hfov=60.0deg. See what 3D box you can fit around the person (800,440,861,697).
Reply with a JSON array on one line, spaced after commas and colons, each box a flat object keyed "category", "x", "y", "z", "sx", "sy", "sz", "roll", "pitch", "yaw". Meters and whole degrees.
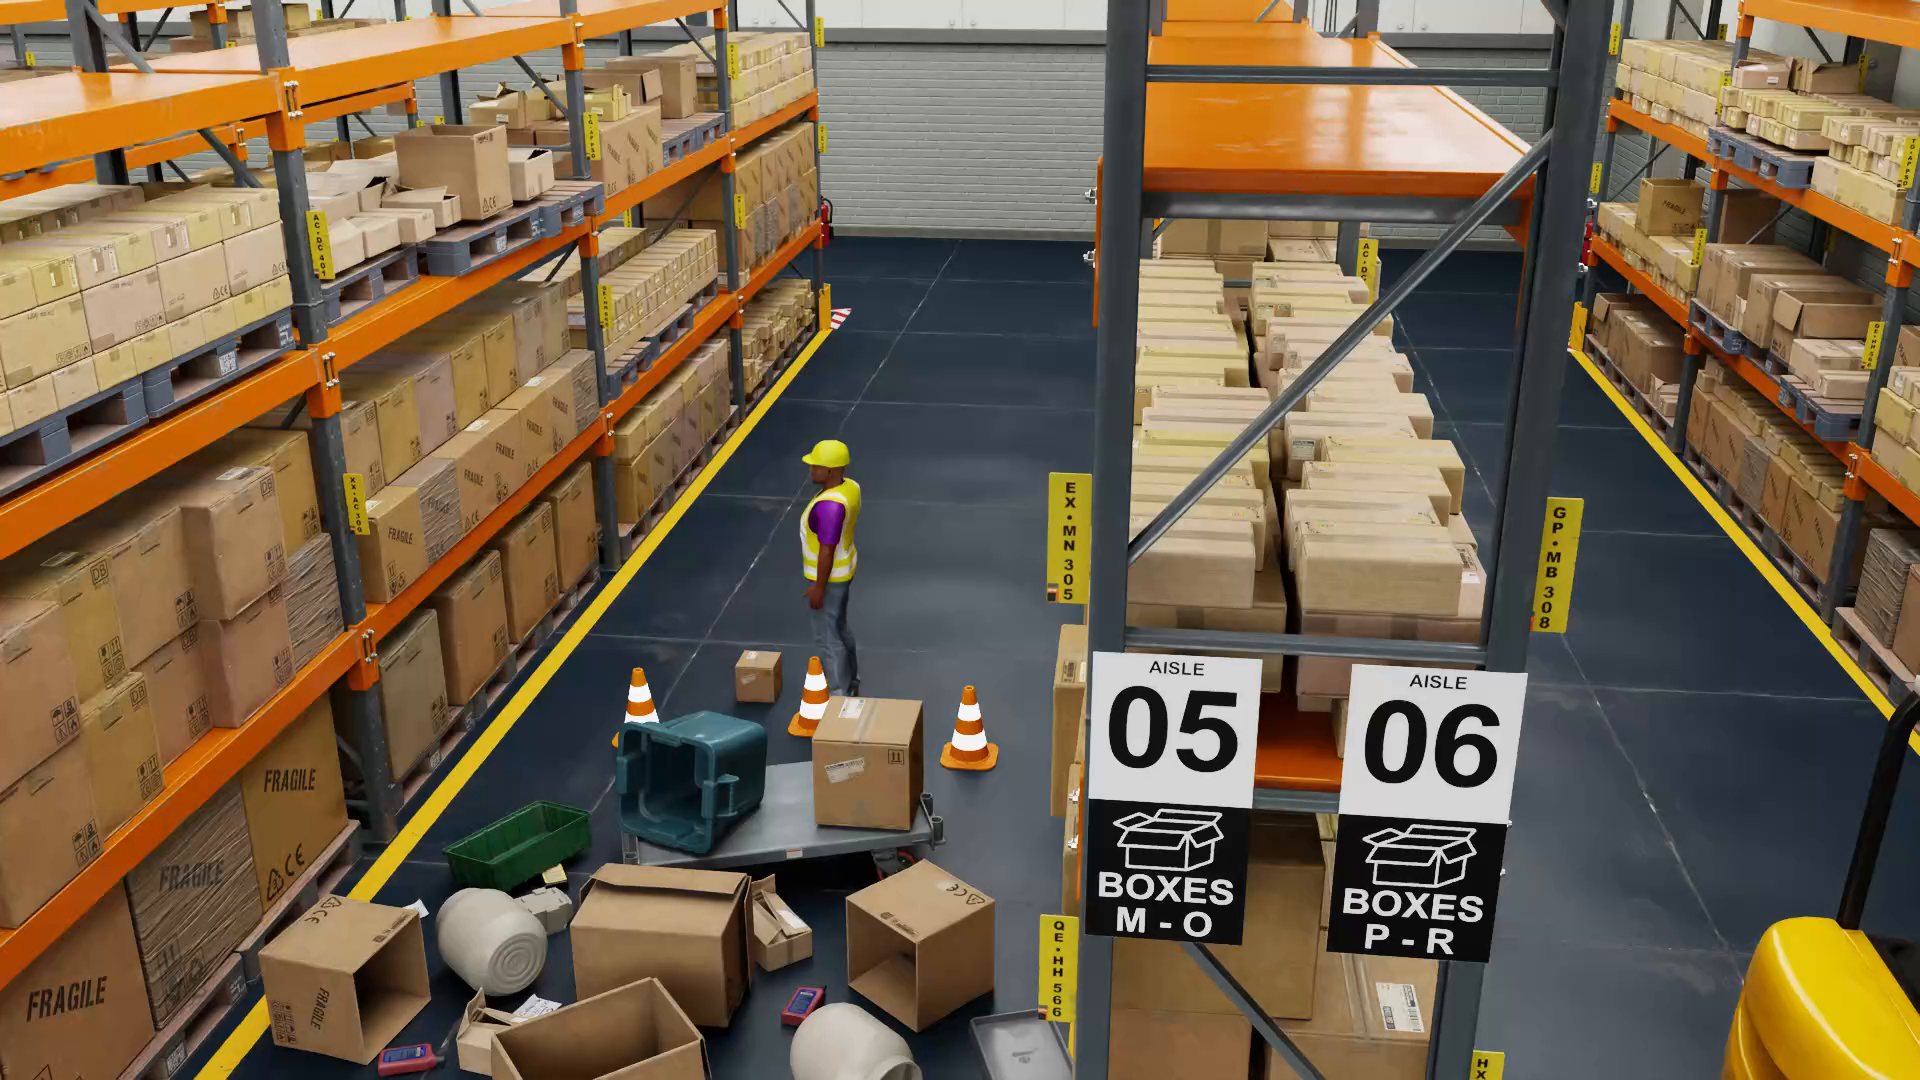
[{"category": "person", "x": -0.816, "y": 0.214, "z": 10.498, "sx": 0.354, "sy": 1.761, "sz": 0.562, "roll": 3, "pitch": 21, "yaw": 8}]
